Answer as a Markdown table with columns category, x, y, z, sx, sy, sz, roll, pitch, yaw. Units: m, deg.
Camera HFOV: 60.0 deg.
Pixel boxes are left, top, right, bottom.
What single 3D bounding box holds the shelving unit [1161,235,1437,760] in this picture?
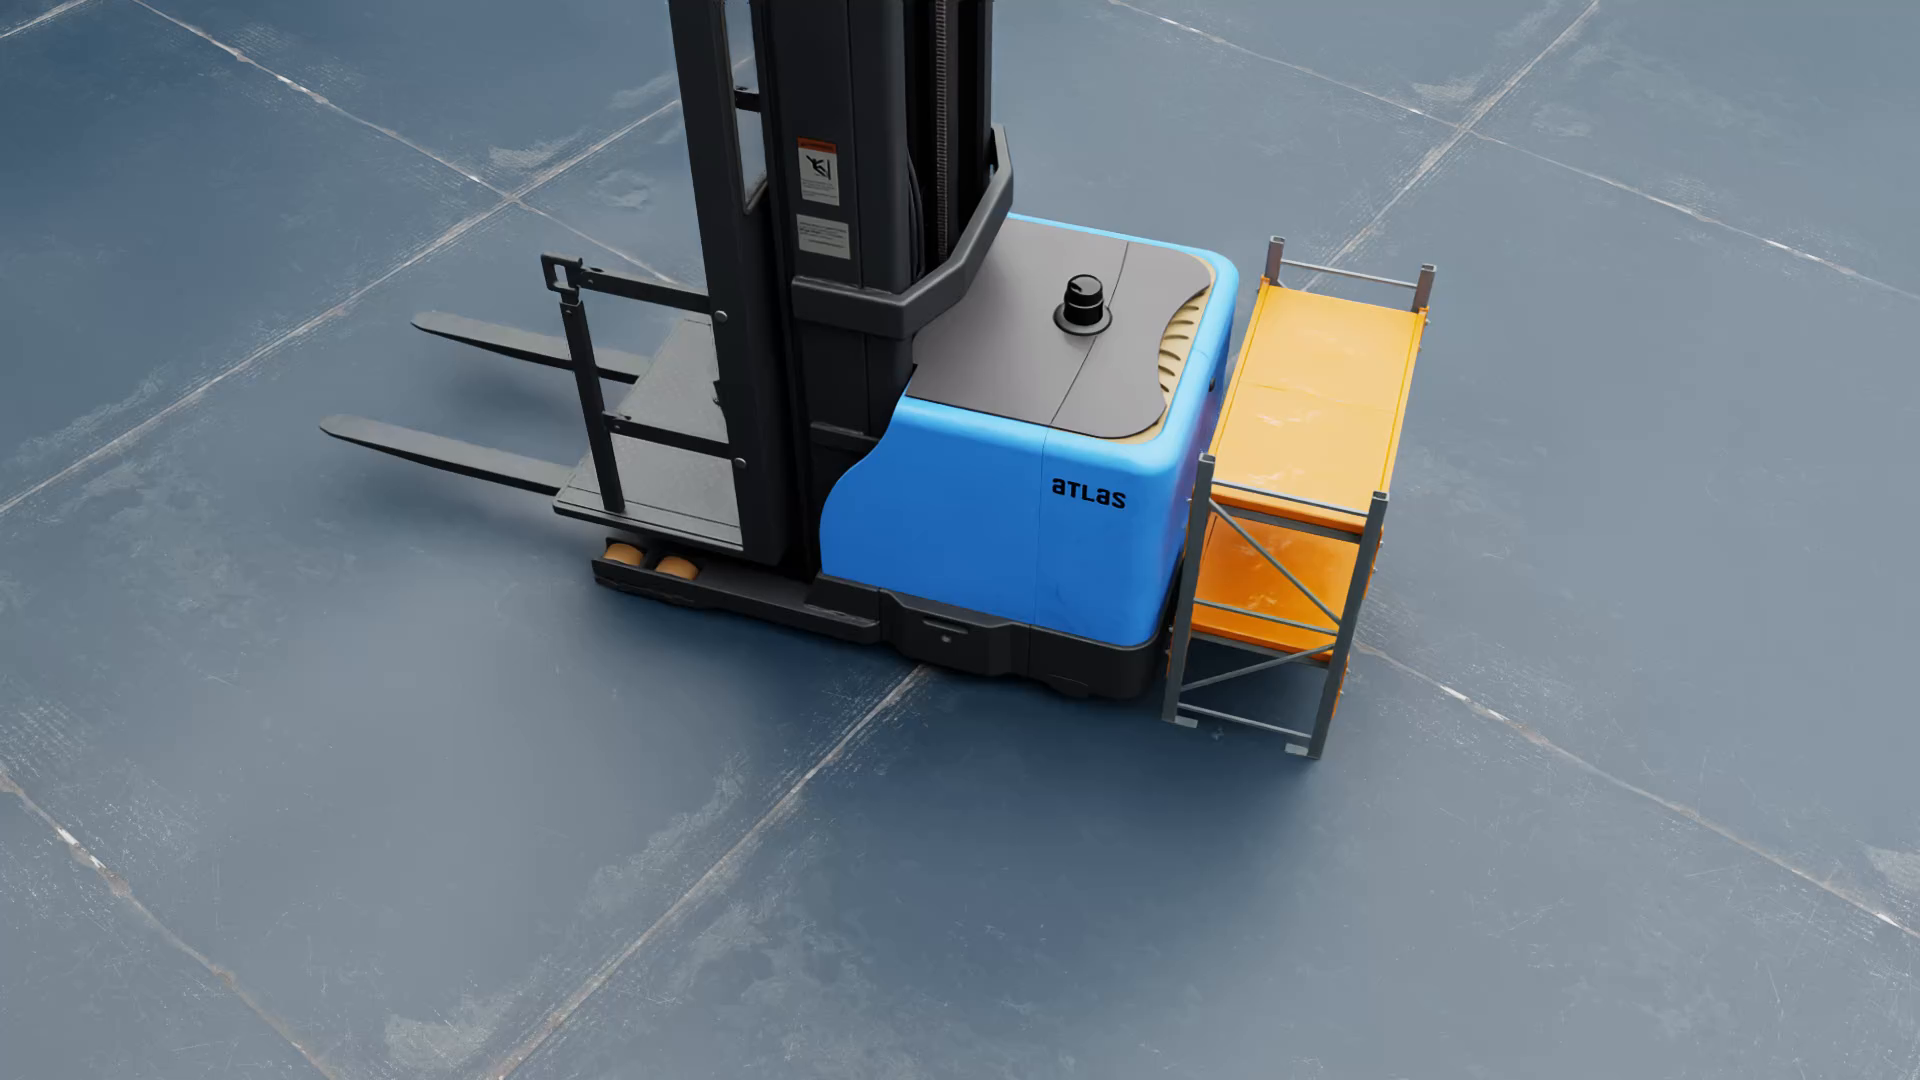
| category | x | y | z | sx | sy | sz | roll | pitch | yaw |
| --- | --- | --- | --- | --- | --- | --- | --- | --- | --- |
| shelving unit | 1.029 | -0.128 | 5.094 | 0.538 | 1.125 | 1.048 | 13 | 48 | 12 |

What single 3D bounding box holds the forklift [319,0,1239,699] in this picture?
| category | x | y | z | sx | sy | sz | roll | pitch | yaw |
| --- | --- | --- | --- | --- | --- | --- | --- | --- | --- |
| forklift | -0.705 | -1.146 | 4.817 | 3.031 | 2.935 | 1.130 | 13 | 48 | 12 |

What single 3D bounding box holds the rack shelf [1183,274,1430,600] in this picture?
| category | x | y | z | sx | sy | sz | roll | pitch | yaw |
| --- | --- | --- | --- | --- | --- | --- | --- | --- | --- |
| rack shelf | 1.029 | -0.330 | 4.882 | 0.538 | 0.278 | 1.000 | 13 | 48 | 12 |

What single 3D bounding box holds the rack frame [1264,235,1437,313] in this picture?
| category | x | y | z | sx | sy | sz | roll | pitch | yaw |
| --- | --- | --- | --- | --- | --- | --- | --- | --- | --- |
| rack frame | 1.186 | -0.477 | 5.428 | 0.500 | 1.125 | 0.032 | 13 | 48 | 12 |

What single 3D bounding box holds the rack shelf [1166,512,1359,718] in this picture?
| category | x | y | z | sx | sy | sz | roll | pitch | yaw |
| --- | --- | --- | --- | --- | --- | --- | --- | --- | --- |
| rack shelf | 1.029 | 0.041 | 5.271 | 0.538 | 0.278 | 1.000 | 13 | 48 | 12 |

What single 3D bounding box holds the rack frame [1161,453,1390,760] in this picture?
| category | x | y | z | sx | sy | sz | roll | pitch | yaw |
| --- | --- | --- | --- | --- | --- | --- | --- | --- | --- |
| rack frame | 0.873 | 0.222 | 4.760 | 0.500 | 1.125 | 0.032 | 13 | 48 | 12 |
